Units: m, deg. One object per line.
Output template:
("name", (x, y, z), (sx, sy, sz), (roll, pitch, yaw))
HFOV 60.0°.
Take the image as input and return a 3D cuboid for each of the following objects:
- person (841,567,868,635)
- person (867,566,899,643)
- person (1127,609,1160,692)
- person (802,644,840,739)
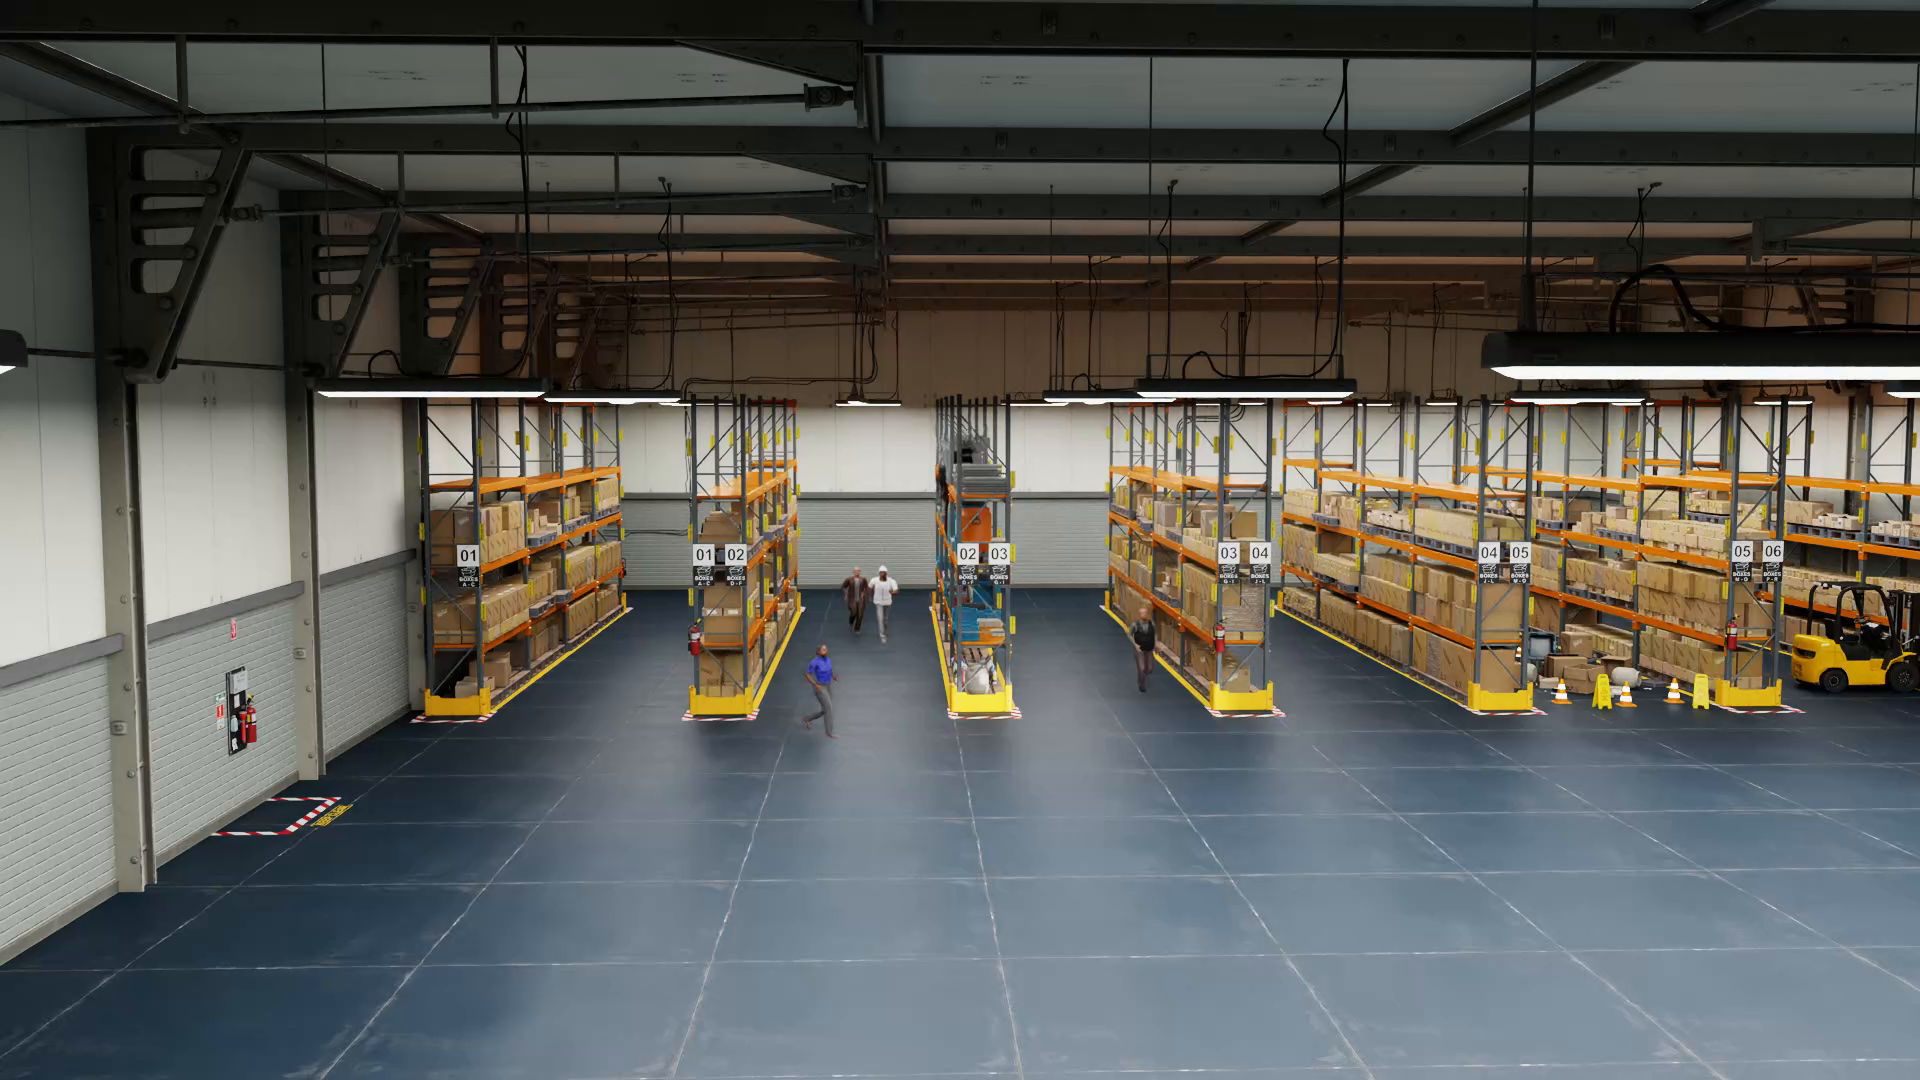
("person", (-2.615, 1.550, 42.041), (0.702, 1.738, 0.599), (-1, 5, -12))
("person", (-1.780, 1.508, 38.610), (0.701, 1.819, 0.911), (-1, 5, -8))
("person", (3.664, 2.200, 33.371), (0.643, 1.670, 0.628), (-1, 5, -13))
("person", (-2.433, 2.629, 29.043), (0.792, 1.658, 0.574), (3, 5, 30))
